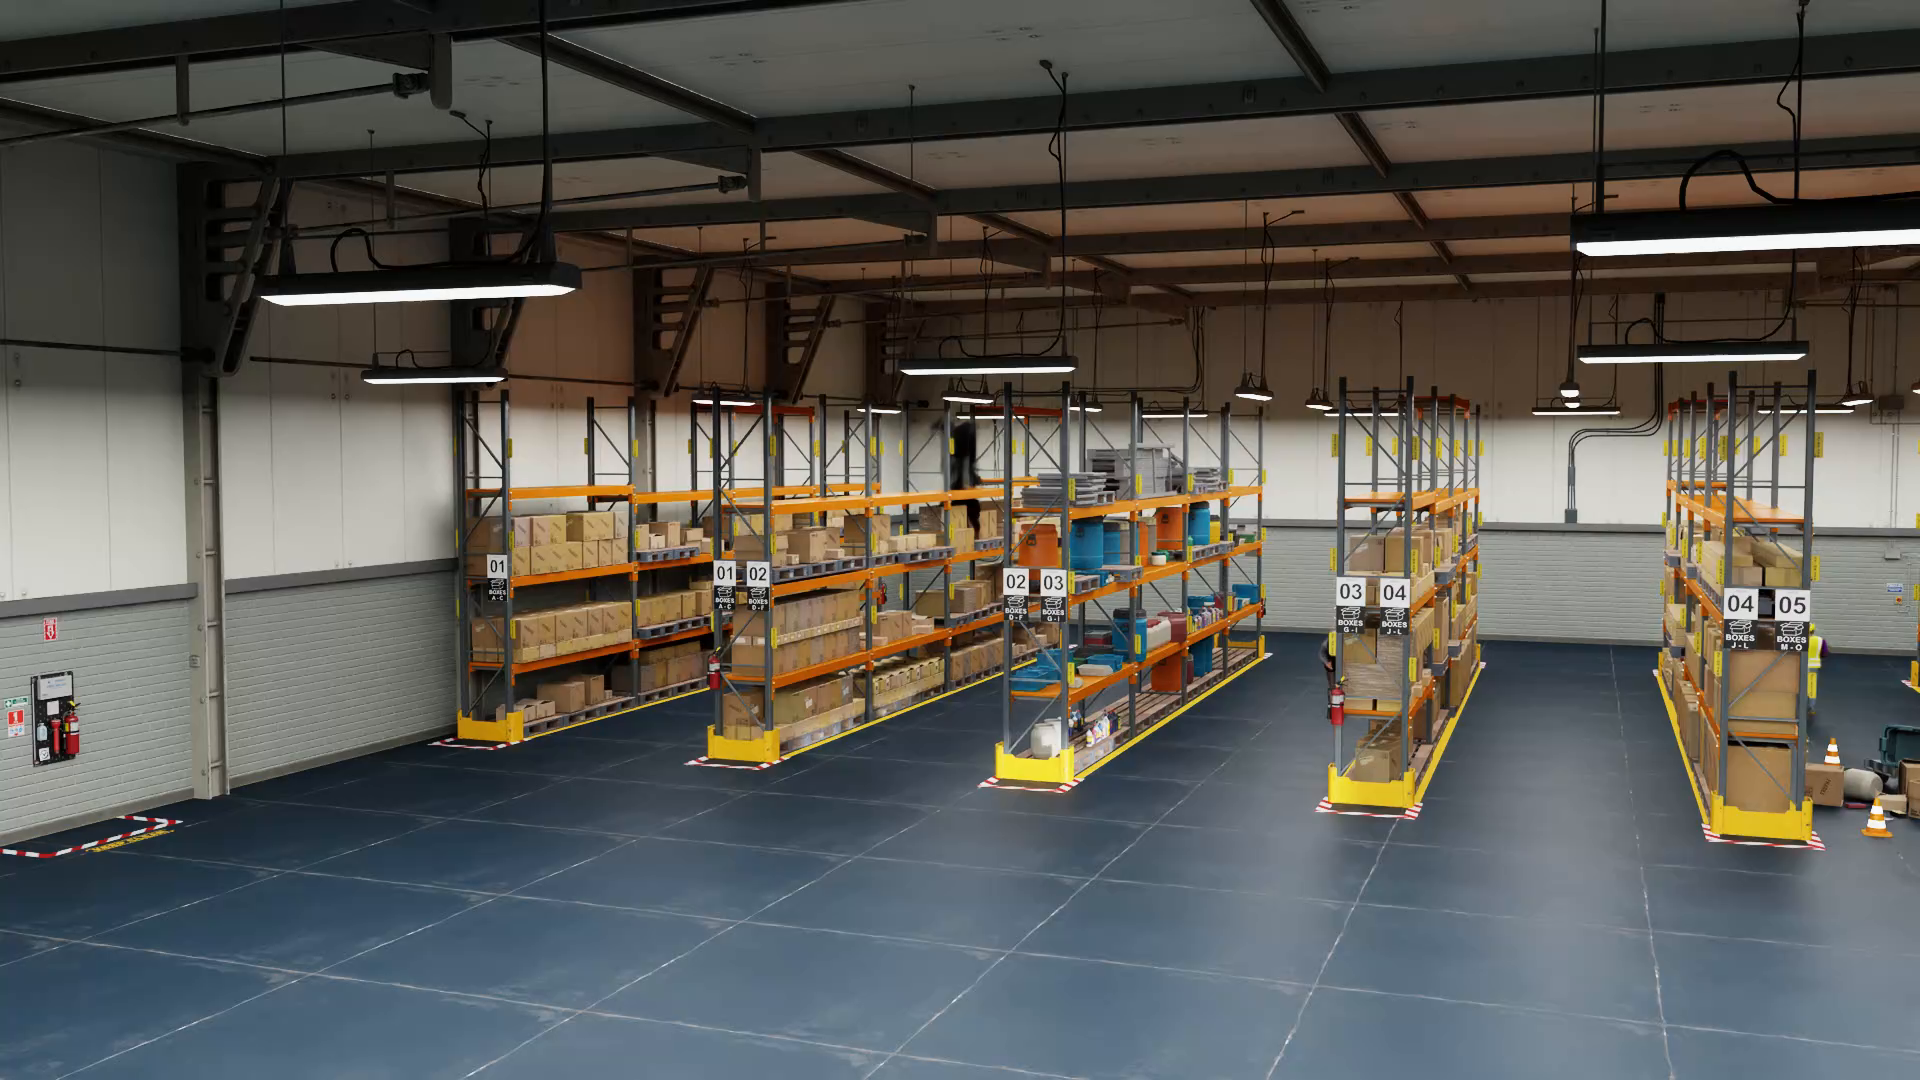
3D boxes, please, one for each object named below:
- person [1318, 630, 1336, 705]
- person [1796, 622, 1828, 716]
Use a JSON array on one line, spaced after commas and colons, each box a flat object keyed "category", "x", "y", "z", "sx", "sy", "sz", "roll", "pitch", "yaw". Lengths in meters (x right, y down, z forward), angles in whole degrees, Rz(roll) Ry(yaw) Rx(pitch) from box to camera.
[{"category": "person", "x": 7.075, "y": 2.479, "z": 31.244, "sx": 0.696, "sy": 1.680, "sz": 1.008, "roll": 1, "pitch": 3, "yaw": 10}, {"category": "person", "x": 15.774, "y": 2.423, "z": 30.905, "sx": 0.630, "sy": 1.811, "sz": 0.827, "roll": 1, "pitch": 3, "yaw": 24}]
